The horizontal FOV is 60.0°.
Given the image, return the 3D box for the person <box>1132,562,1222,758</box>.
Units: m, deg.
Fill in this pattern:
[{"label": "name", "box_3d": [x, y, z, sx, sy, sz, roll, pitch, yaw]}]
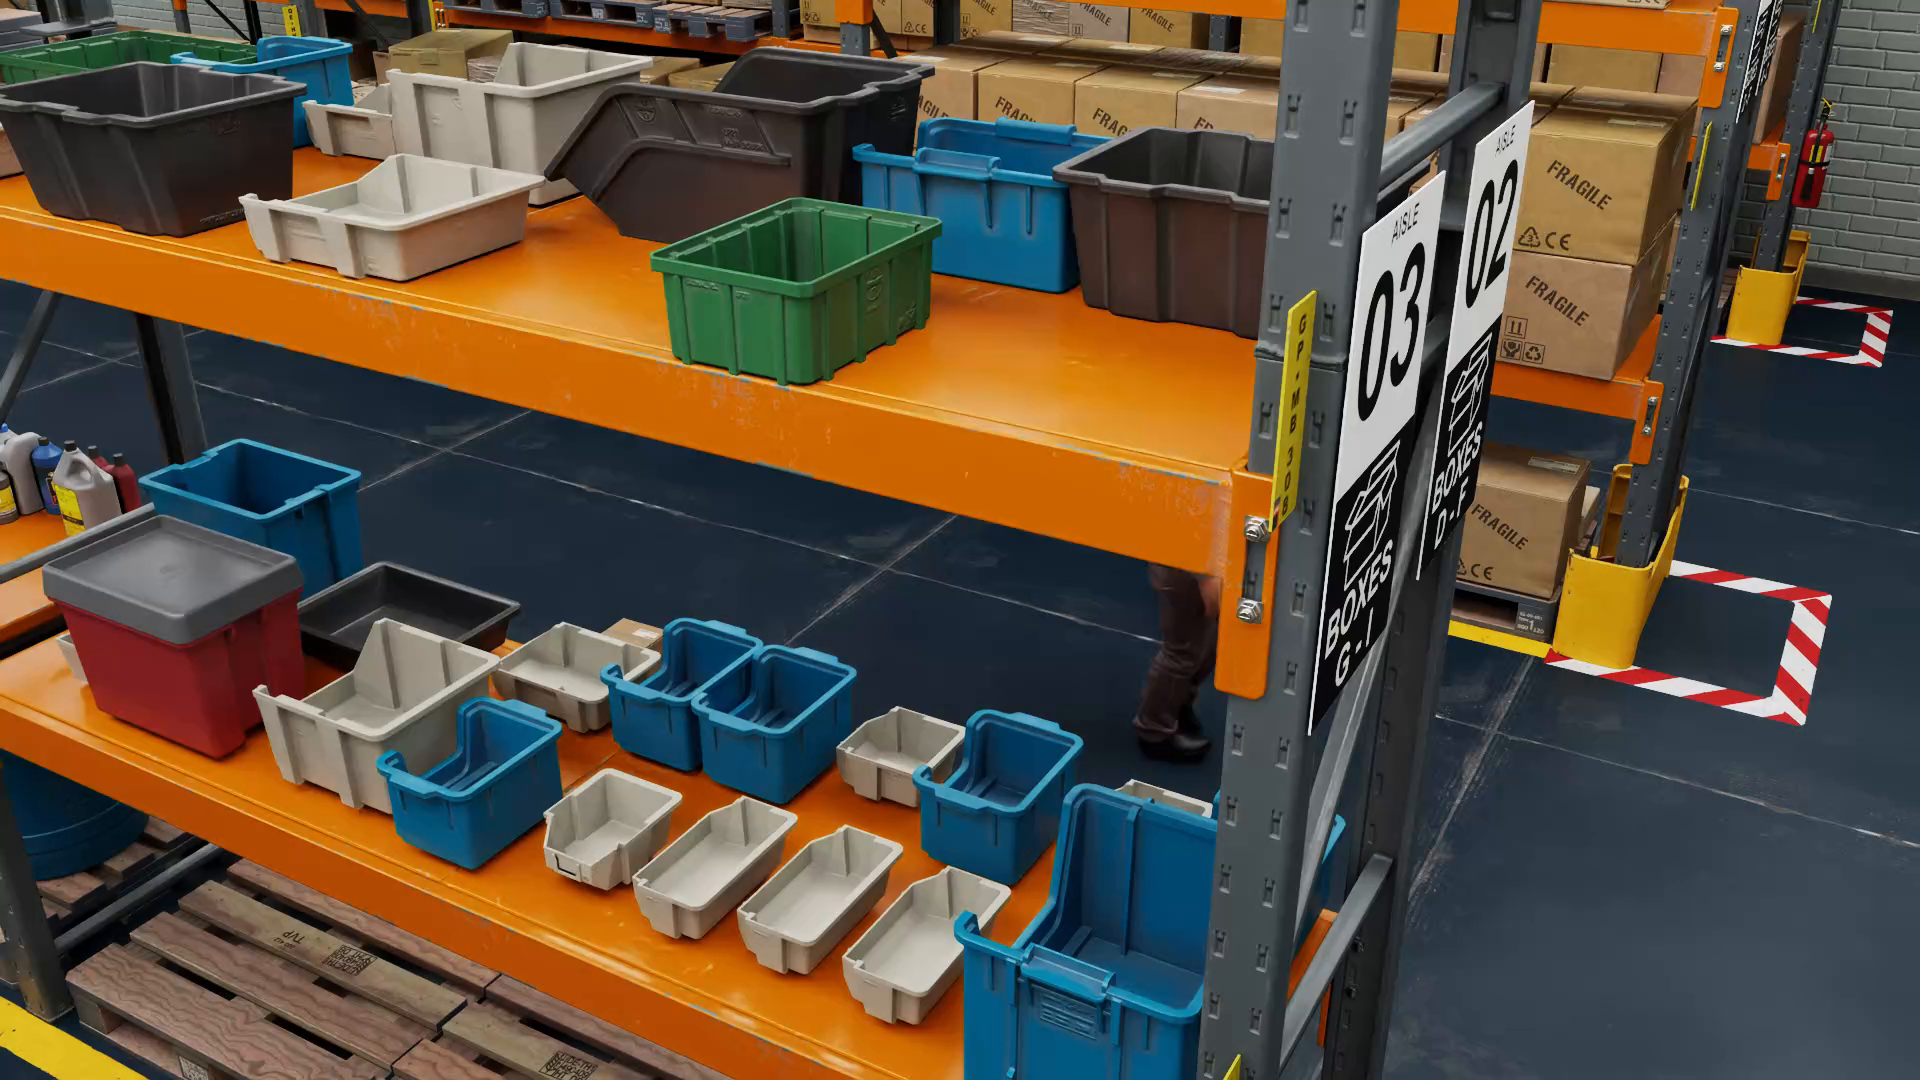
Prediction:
[{"label": "person", "box_3d": [0.935, 0.089, 6.435, 0.470, 1.749, 0.565, 4, 27, 7]}]
